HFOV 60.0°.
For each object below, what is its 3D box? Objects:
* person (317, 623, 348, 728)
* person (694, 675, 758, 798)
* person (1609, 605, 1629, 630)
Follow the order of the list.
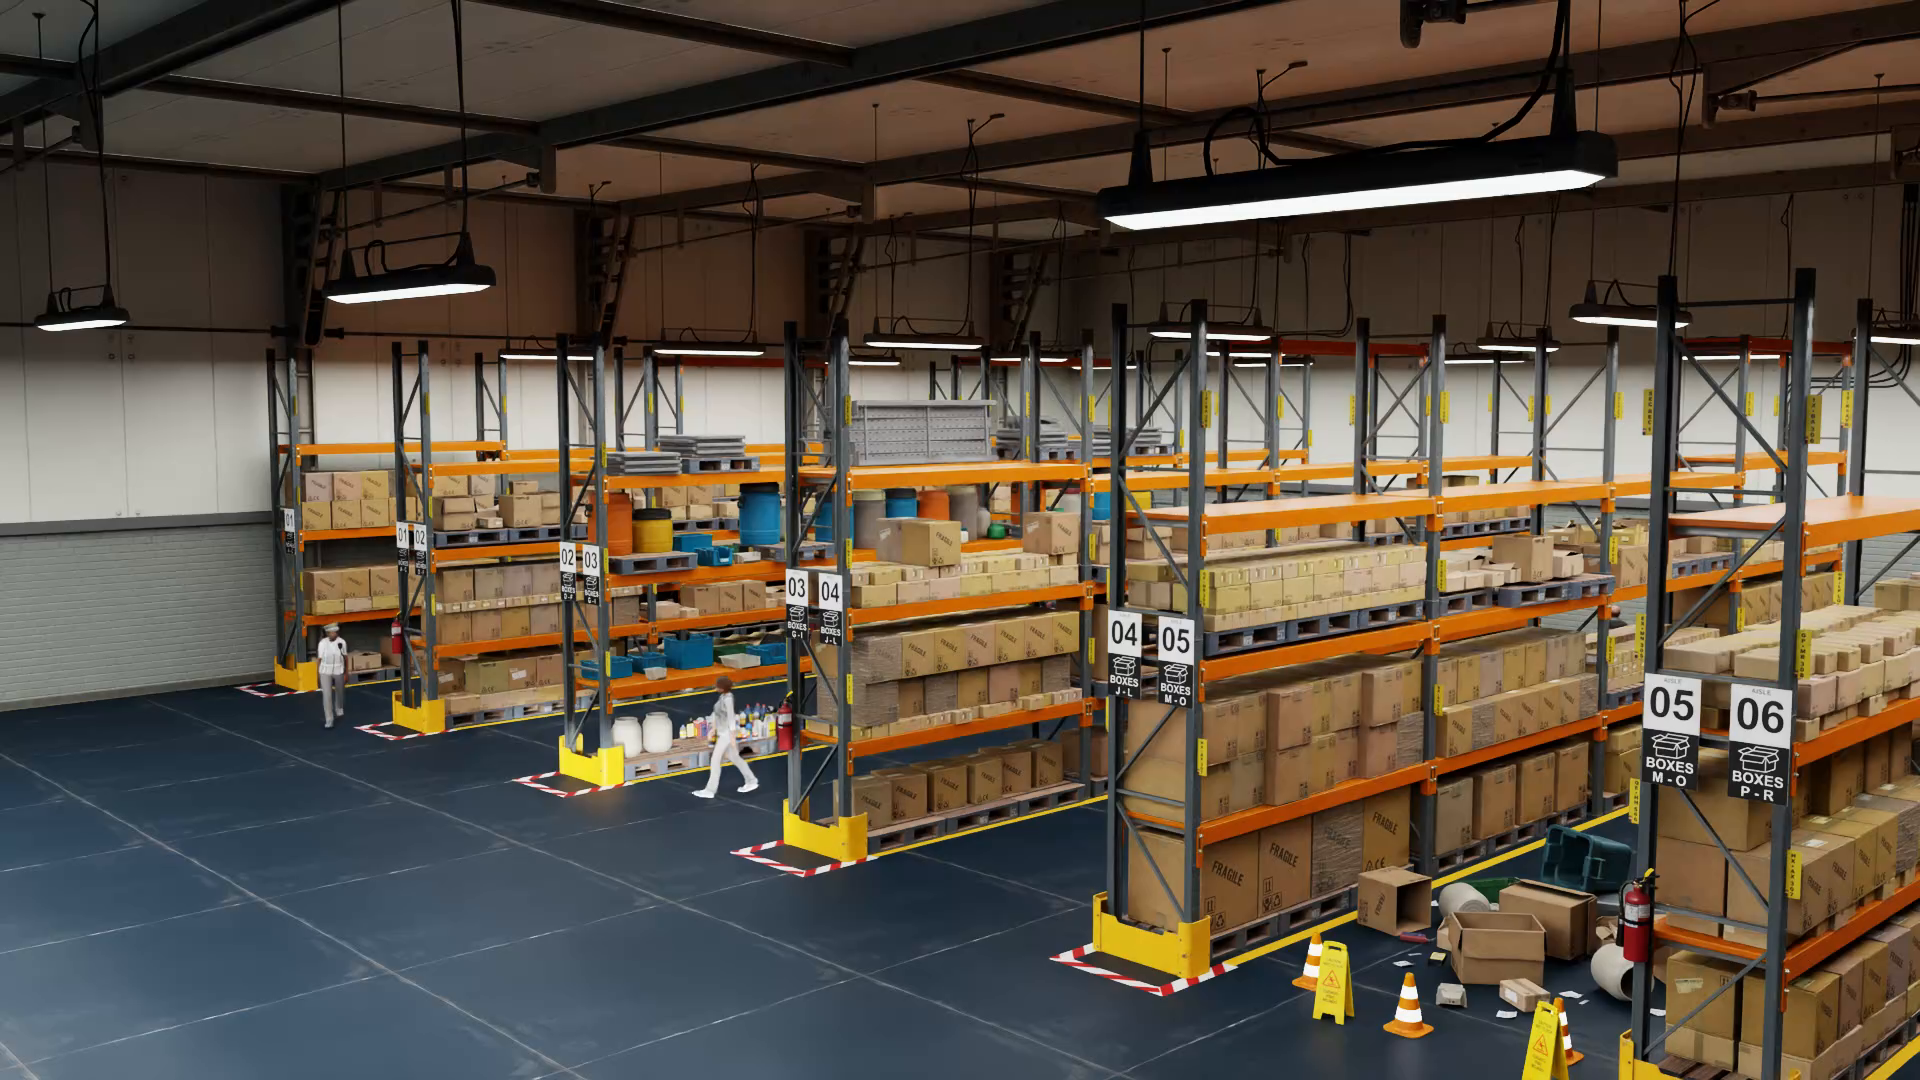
[{"bbox_3d":[-9.872,2.081,26.176,0.456,1.623,1.021,-2,5,-22],"label":"person"},{"bbox_3d":[-3.029,2.528,21.475,0.817,1.551,0.426,0,5,-5],"label":"person"},{"bbox_3d":[10.751,1.940,27.407,0.569,1.733,0.398,0,5,0],"label":"person"}]
